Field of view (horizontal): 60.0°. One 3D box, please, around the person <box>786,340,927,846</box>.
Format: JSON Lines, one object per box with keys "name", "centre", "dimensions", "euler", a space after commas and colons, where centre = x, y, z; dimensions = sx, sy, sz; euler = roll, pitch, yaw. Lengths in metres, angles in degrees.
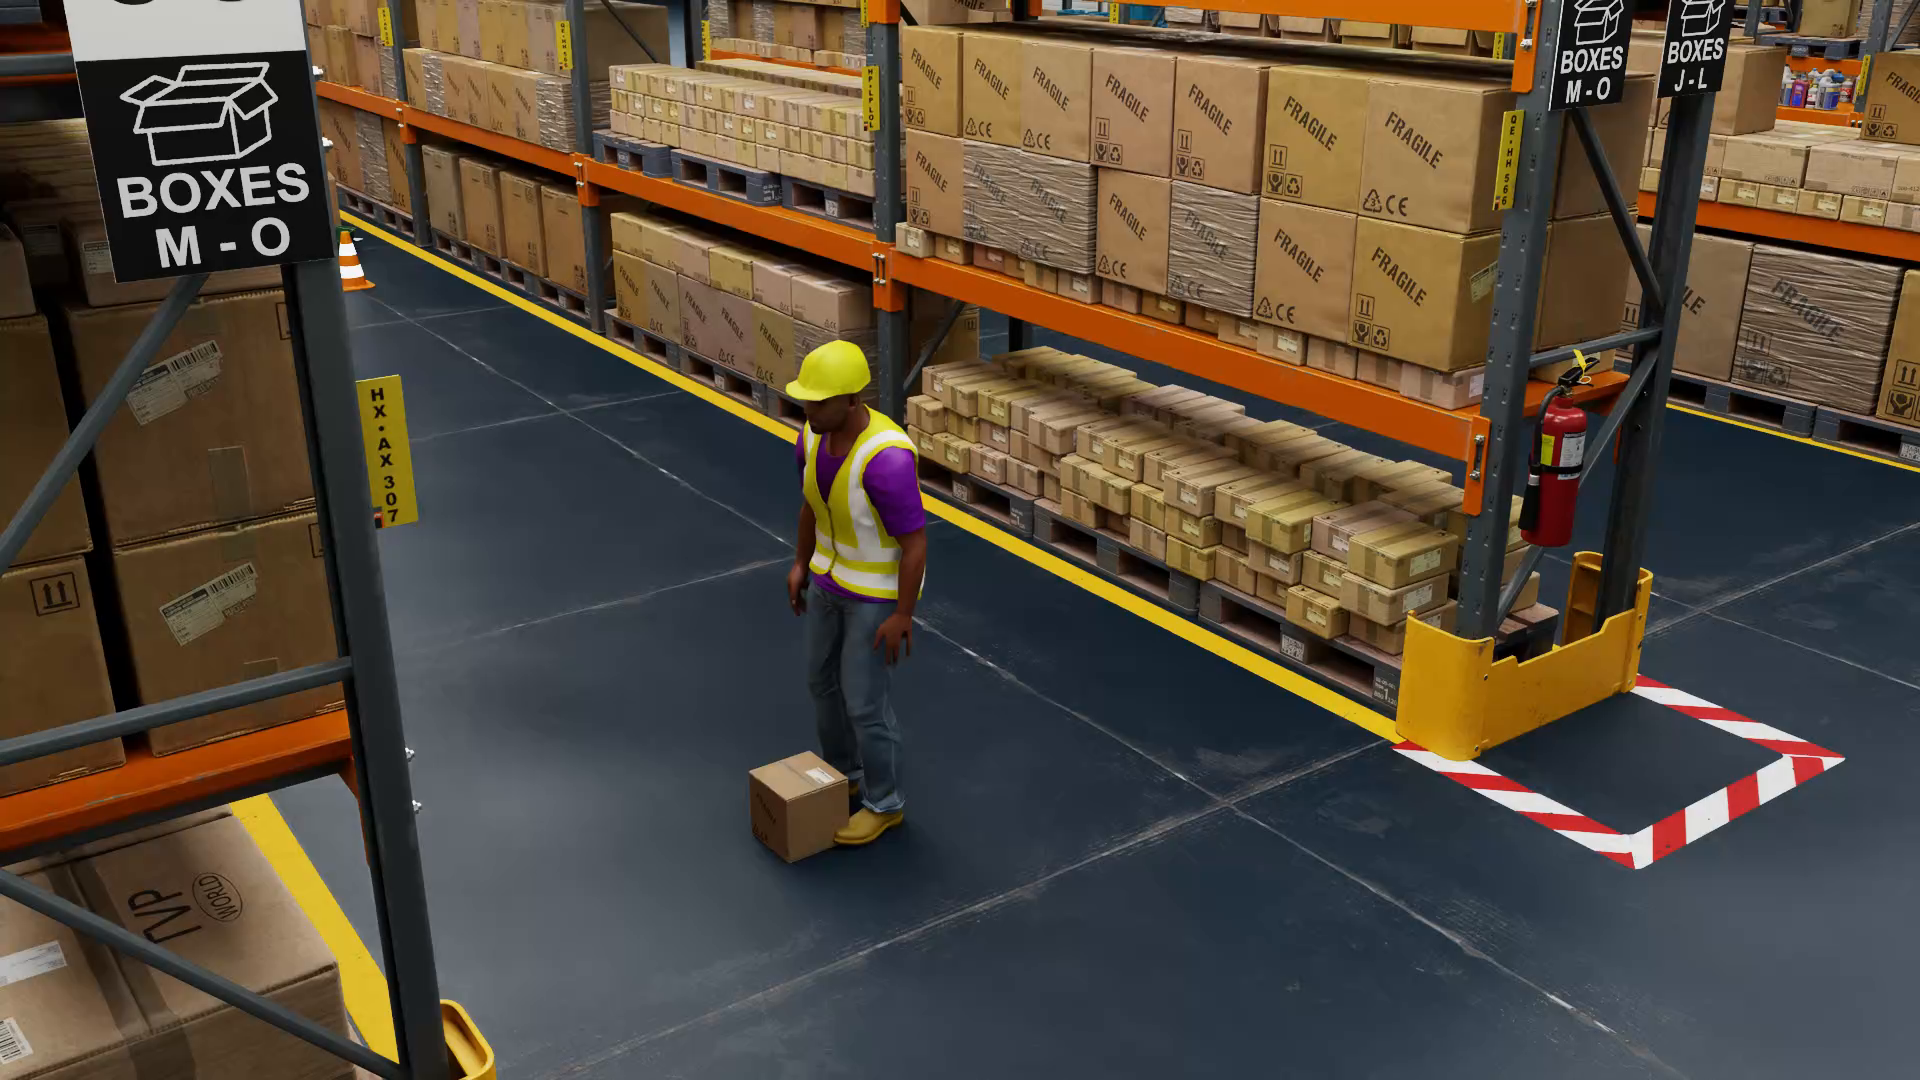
{"name": "person", "centre": [-0.368, 0.171, 5.620], "dimensions": [0.462, 1.759, 0.632], "euler": [-16, 27, -36]}
